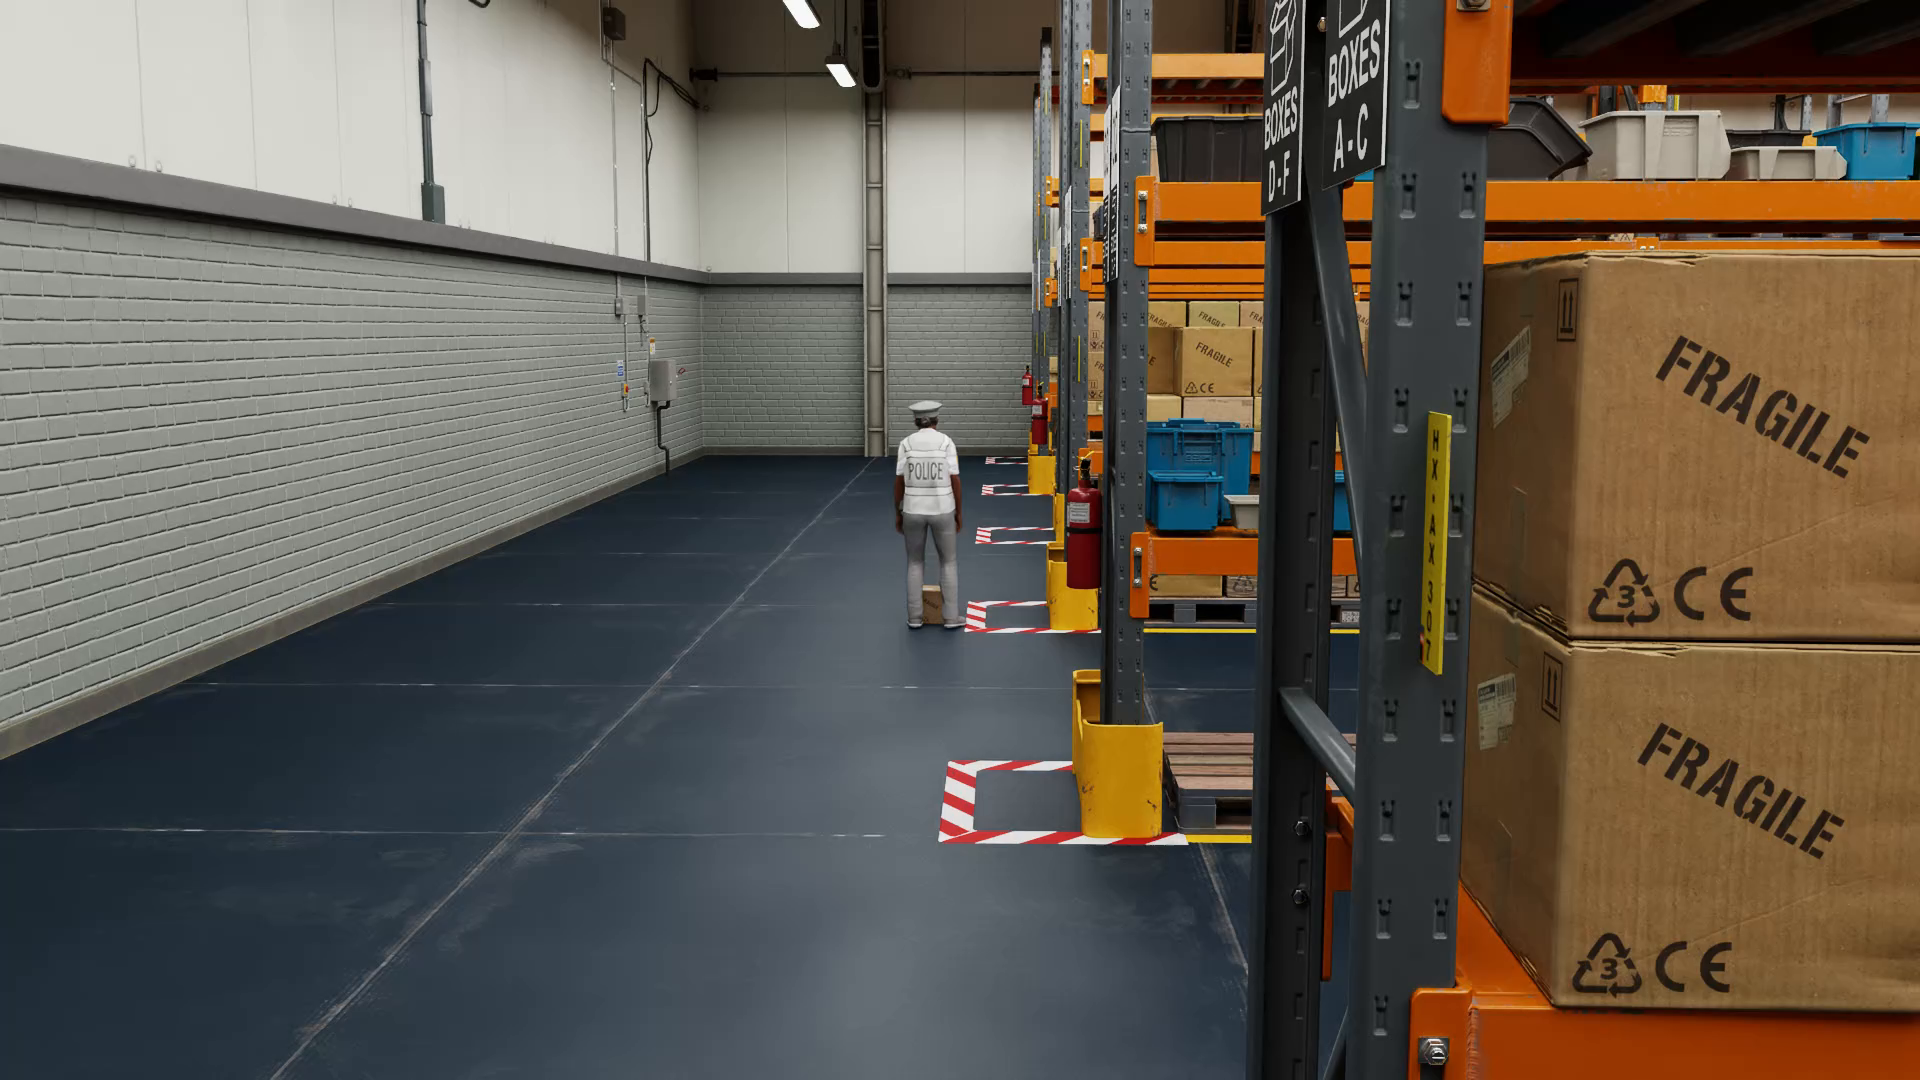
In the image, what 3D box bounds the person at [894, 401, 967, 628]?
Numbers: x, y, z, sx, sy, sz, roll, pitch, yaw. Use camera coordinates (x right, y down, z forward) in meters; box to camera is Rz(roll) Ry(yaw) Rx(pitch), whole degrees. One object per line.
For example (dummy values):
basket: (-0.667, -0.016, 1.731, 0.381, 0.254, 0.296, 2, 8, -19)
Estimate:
person: (-0.217, -0.182, 12.190, 0.530, 1.660, 0.398, 1, 7, 5)
